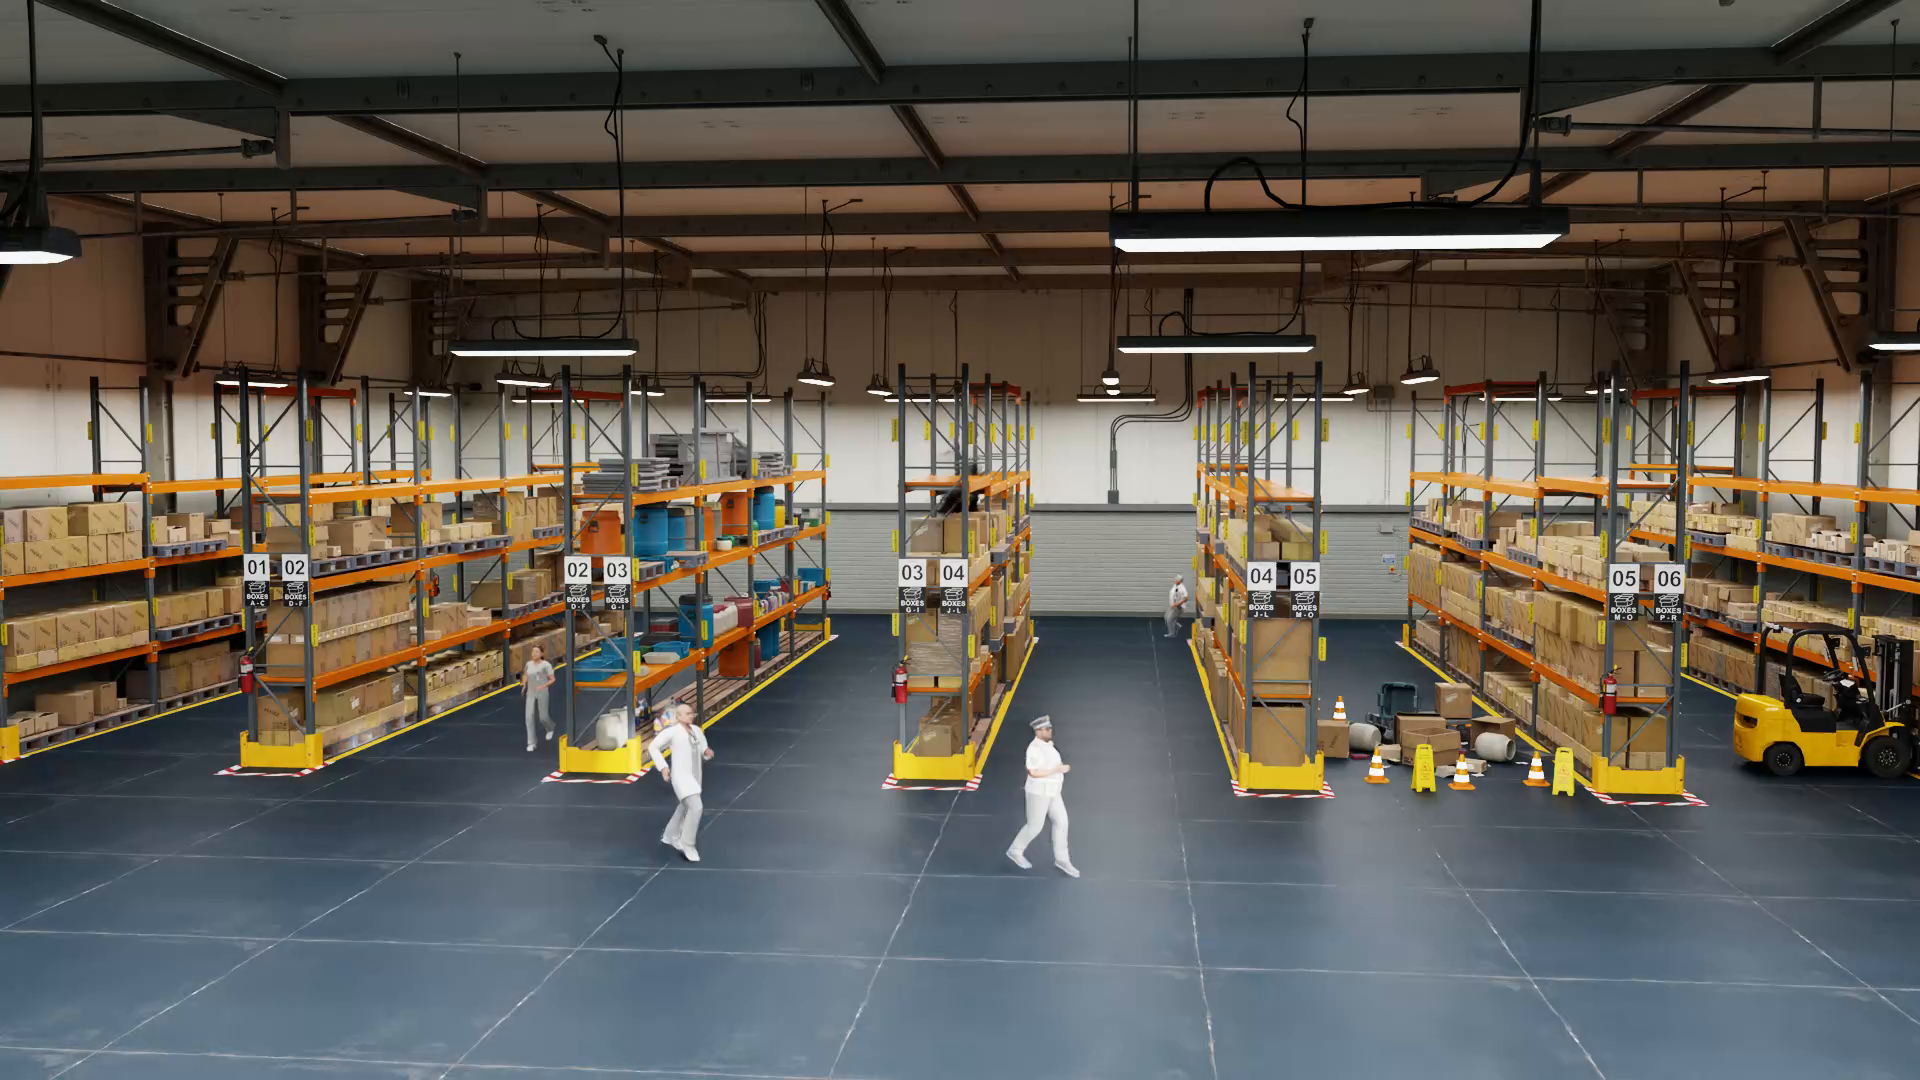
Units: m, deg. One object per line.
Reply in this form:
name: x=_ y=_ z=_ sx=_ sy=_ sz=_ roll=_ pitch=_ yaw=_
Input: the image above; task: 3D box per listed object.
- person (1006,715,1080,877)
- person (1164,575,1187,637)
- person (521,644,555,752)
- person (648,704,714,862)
person: x=0.934 y=2.892 z=18.878 sx=0.850 sy=1.828 sz=0.648 roll=2 pitch=4 yaw=31
person: x=5.294 y=1.614 z=40.622 sx=0.499 sy=1.573 sz=0.785 roll=-1 pitch=4 yaw=-19
person: x=-6.691 y=2.472 z=26.369 sx=0.592 sy=1.647 sz=0.907 roll=0 pitch=4 yaw=8
person: x=-3.228 y=2.860 z=19.641 sx=0.796 sy=1.843 sz=0.674 roll=2 pitch=4 yaw=29
